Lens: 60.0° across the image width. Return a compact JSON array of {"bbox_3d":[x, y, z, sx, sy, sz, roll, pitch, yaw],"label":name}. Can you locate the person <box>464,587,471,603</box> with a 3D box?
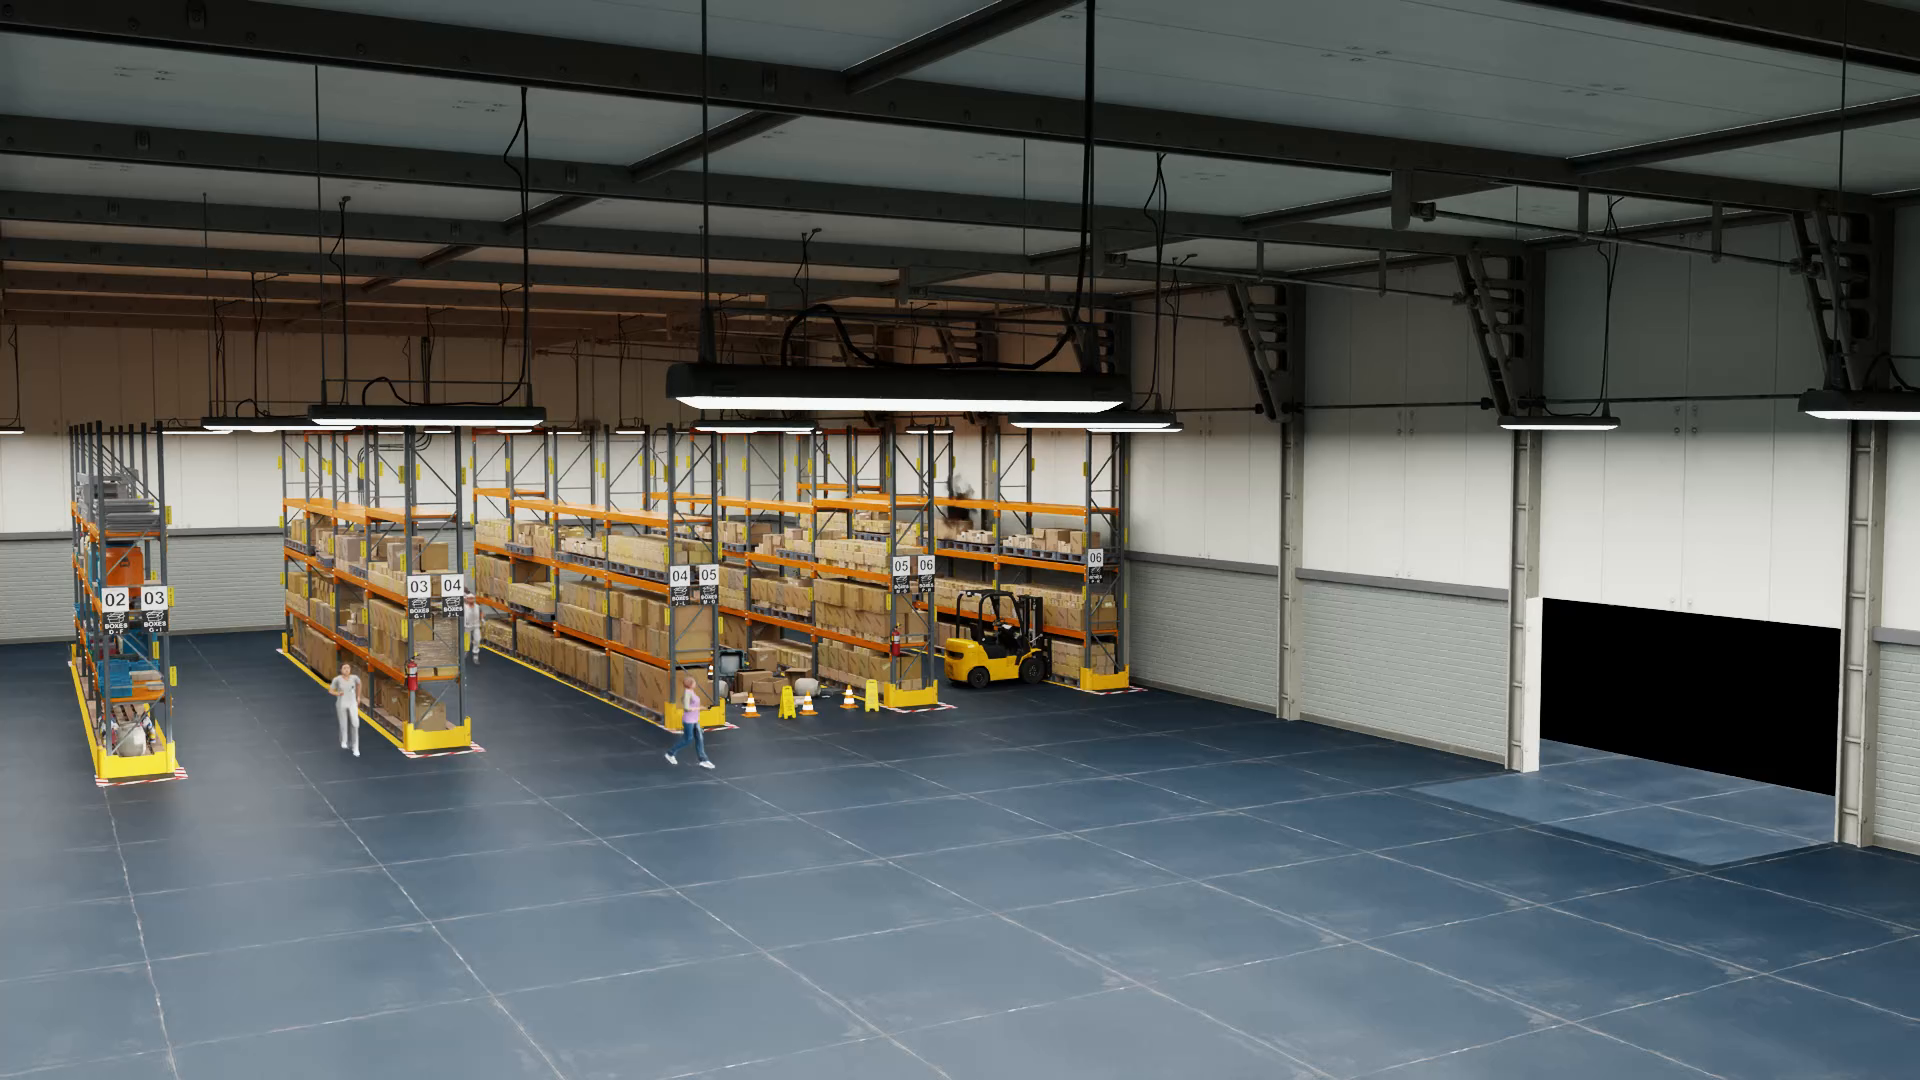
[{"bbox_3d":[-14.320,1.930,47.155,0.714,1.772,0.938,2,4,32],"label":"person"}]

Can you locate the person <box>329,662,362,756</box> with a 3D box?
[{"bbox_3d":[-11.122,3.036,30.124,0.588,1.699,0.832,-2,4,-26],"label":"person"}]

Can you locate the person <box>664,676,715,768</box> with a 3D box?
[{"bbox_3d":[-4.641,3.135,28.601,0.853,1.596,0.532,0,4,6],"label":"person"}]

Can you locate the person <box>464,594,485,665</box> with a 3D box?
[{"bbox_3d":[-12.368,2.241,42.177,0.671,1.774,0.957,-2,4,-30],"label":"person"}]
